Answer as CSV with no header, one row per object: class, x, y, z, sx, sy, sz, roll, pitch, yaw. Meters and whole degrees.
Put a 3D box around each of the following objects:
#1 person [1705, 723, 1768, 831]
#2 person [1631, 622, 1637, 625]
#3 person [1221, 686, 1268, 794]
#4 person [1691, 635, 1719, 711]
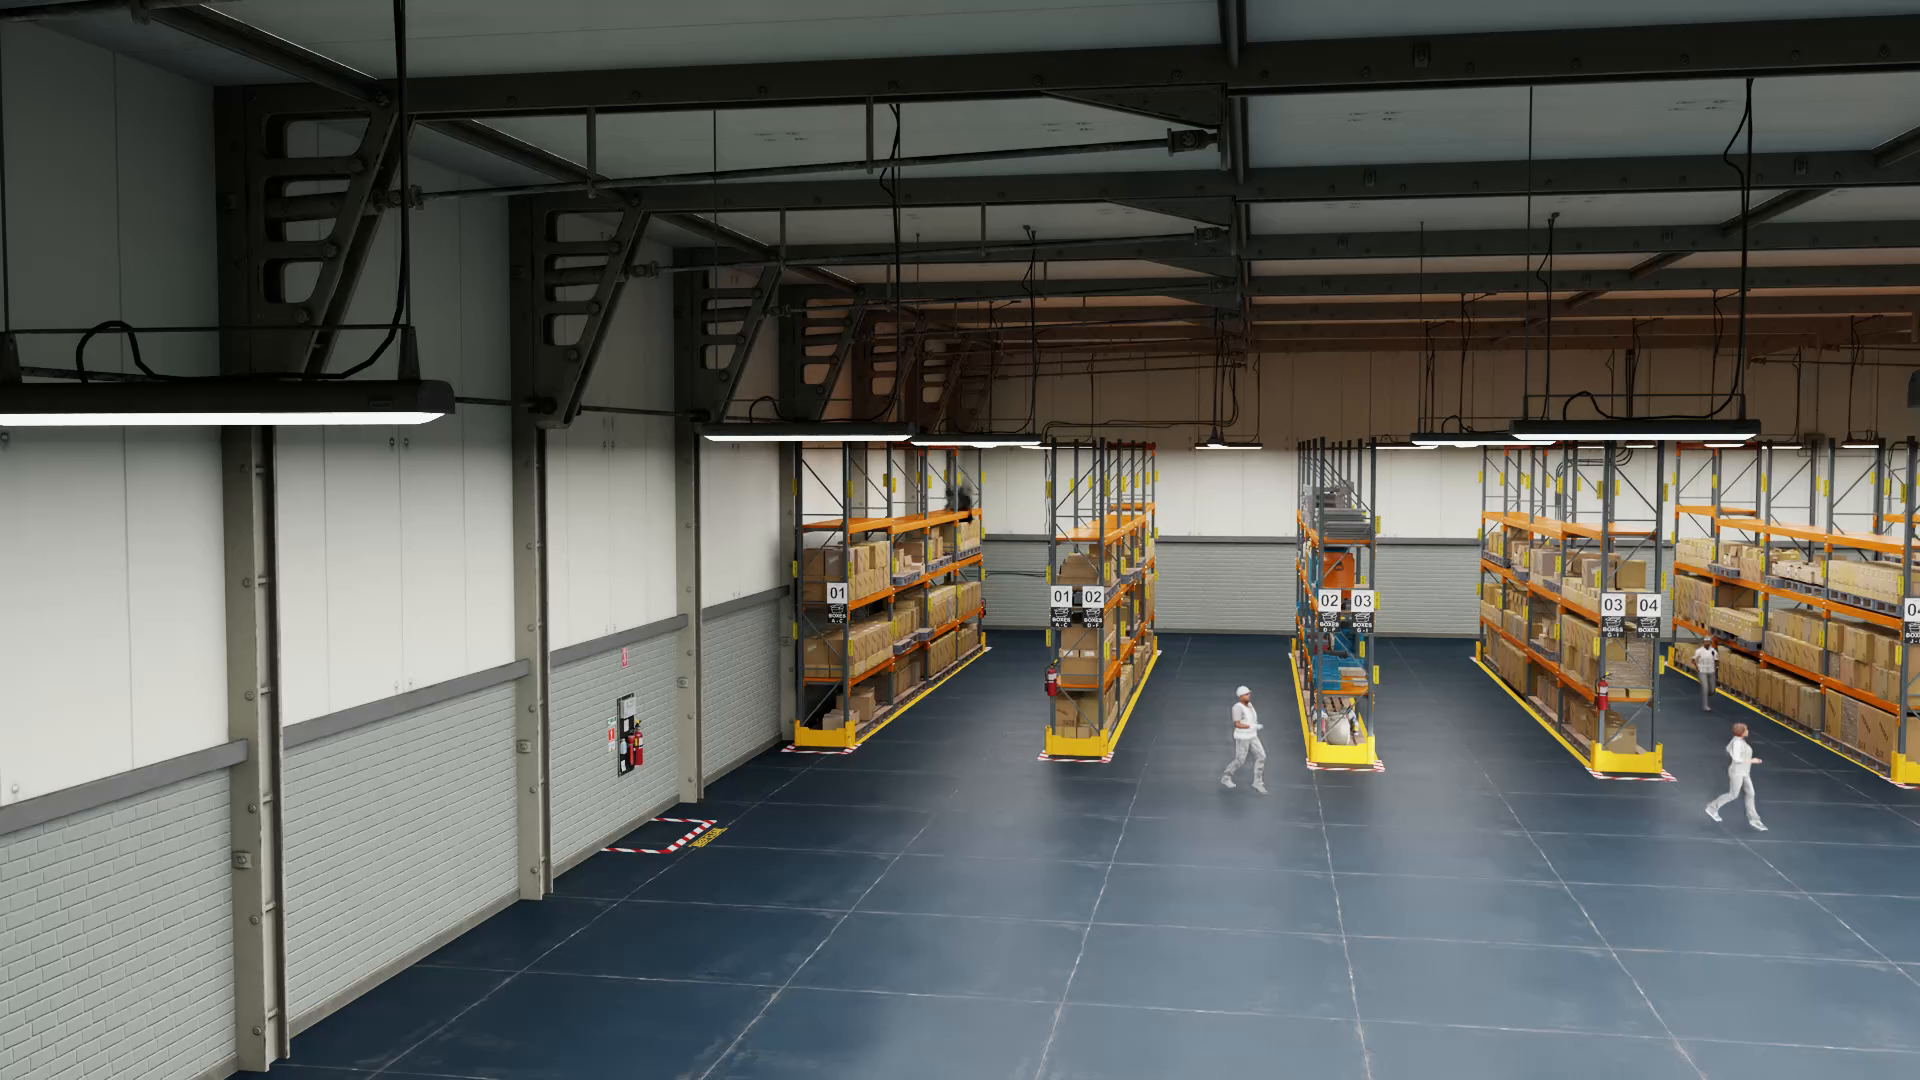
person,11.805,3.572,25.260,0.863,1.615,0.534,2,4,37
person,17.722,2.520,44.062,0.704,1.787,0.960,1,3,24
person,4.807,3.362,28.039,0.810,1.815,0.686,3,4,40
person,16.568,2.937,36.954,0.579,1.654,0.658,1,3,10
